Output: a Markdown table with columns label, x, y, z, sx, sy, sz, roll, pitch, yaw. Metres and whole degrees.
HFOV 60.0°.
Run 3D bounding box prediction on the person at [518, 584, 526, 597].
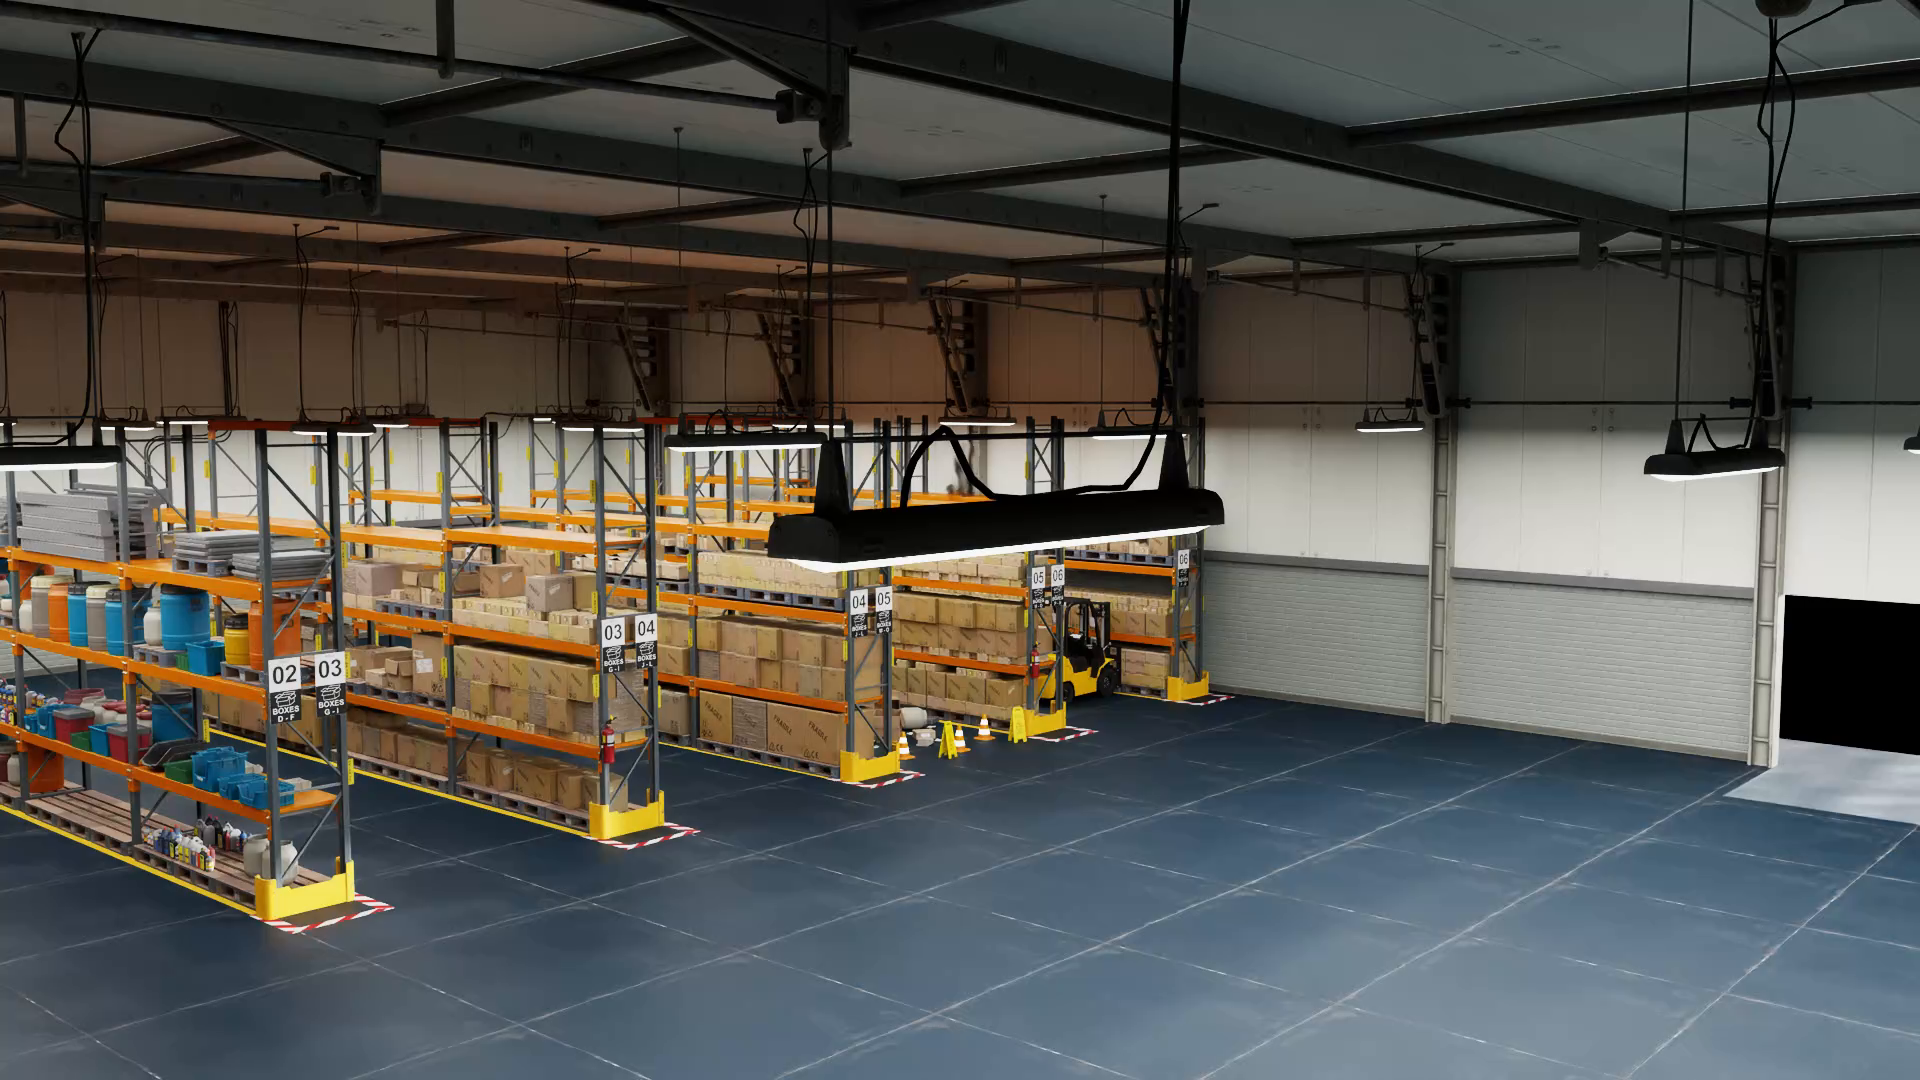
| label | x | y | z | sx | sy | sz | roll | pitch | yaw |
| --- | --- | --- | --- | --- | --- | --- | --- | --- | --- |
| person | -11.395 | 1.794 | 43.942 | 0.651 | 1.833 | 0.853 | 2 | 5 | 26 |
